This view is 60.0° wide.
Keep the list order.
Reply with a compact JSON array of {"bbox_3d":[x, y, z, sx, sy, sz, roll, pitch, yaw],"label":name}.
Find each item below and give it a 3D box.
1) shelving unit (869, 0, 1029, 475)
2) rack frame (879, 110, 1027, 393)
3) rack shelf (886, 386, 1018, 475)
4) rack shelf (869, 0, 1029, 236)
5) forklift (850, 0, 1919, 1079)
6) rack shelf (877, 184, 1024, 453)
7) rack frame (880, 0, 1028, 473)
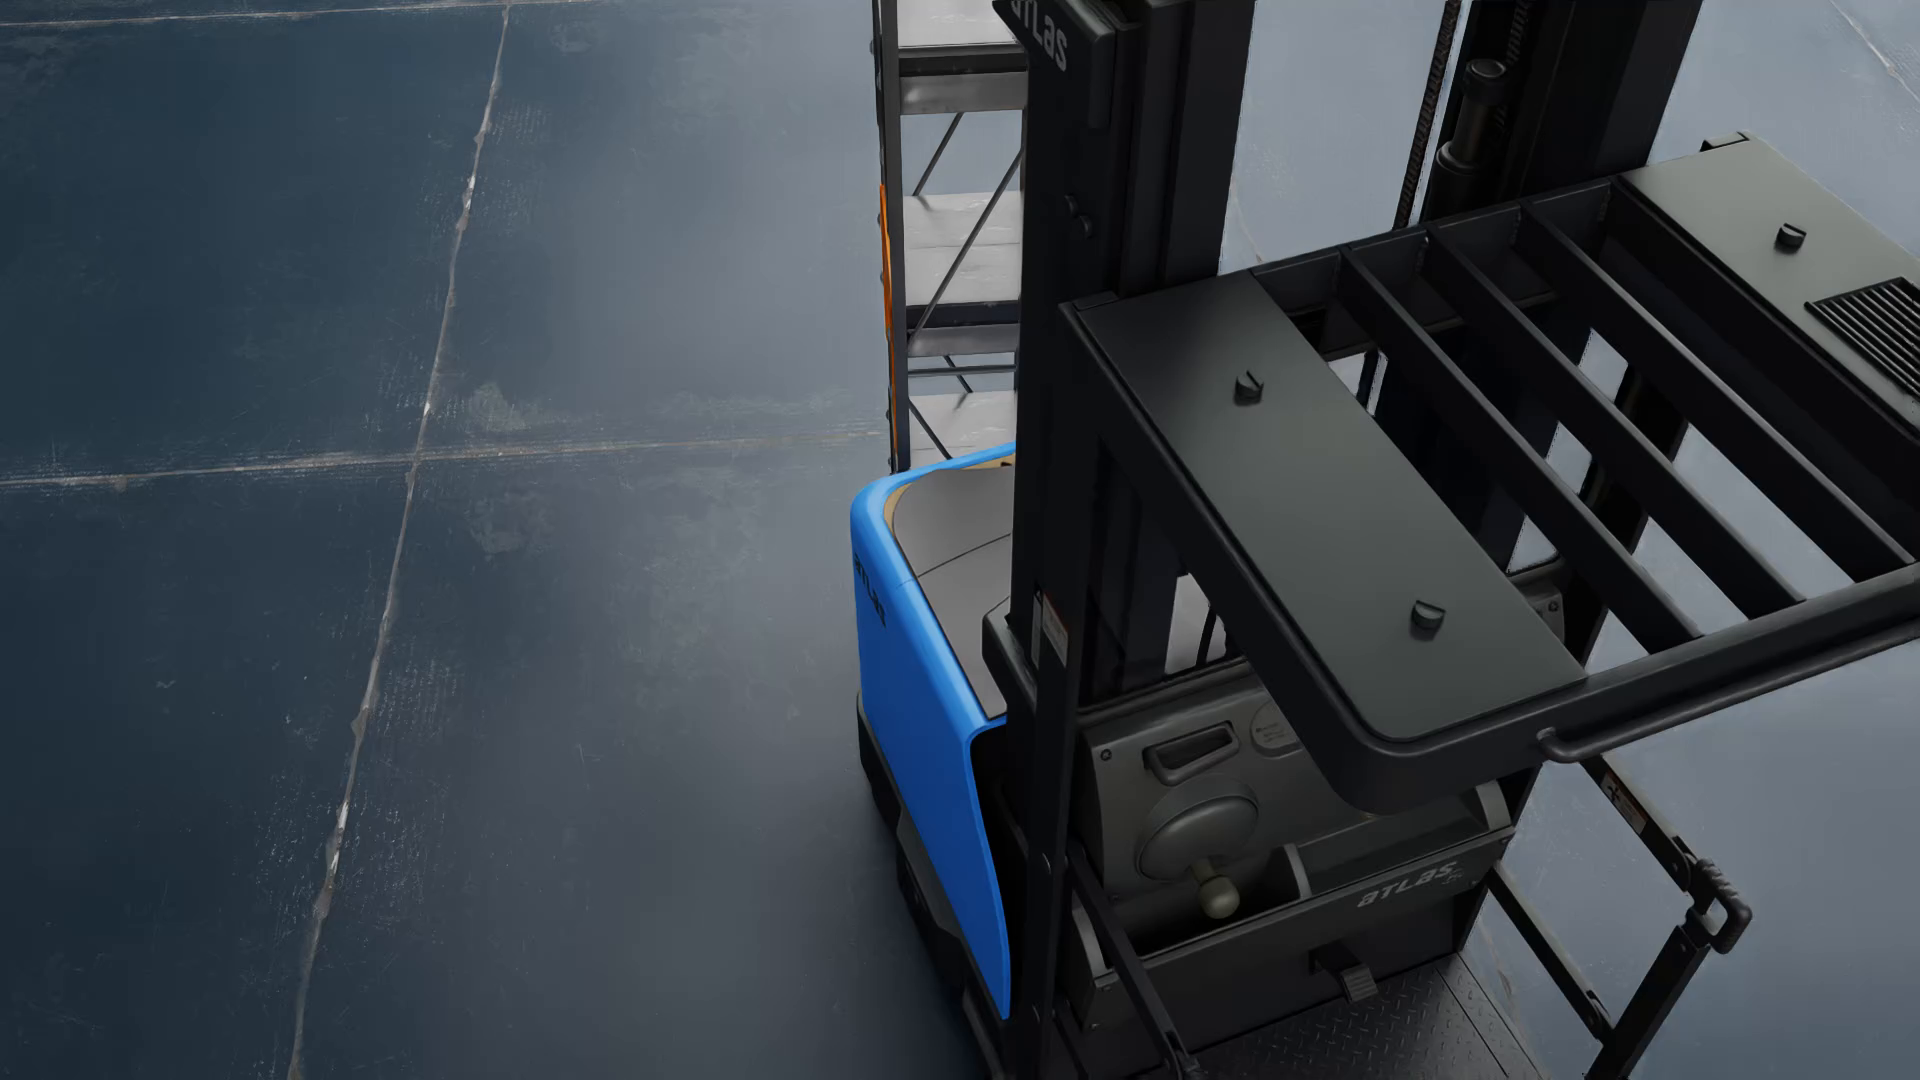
[{"bbox_3d":[0.014,-0.602,4.374,0.431,2.100,0.503,-3,47,-3],"label":"shelving unit"},{"bbox_3d":[-0.007,-0.779,4.541,0.400,2.100,0.015,-3,47,-3],"label":"rack frame"},{"bbox_3d":[0.014,-0.112,4.892,0.431,0.518,0.480,-3,47,-3],"label":"rack shelf"},{"bbox_3d":[0.014,-1.074,3.876,0.431,0.518,0.480,-3,47,-3],"label":"rack shelf"},{"bbox_3d":[0.740,0.469,2.787,1.130,2.935,3.031,-16,49,-15],"label":"forklift"},{"bbox_3d":[0.014,-0.593,4.384,0.431,0.518,0.480,-3,47,-3],"label":"rack shelf"},{"bbox_3d":[0.034,-0.426,4.207,0.400,2.100,0.015,-3,47,-3],"label":"rack frame"}]
